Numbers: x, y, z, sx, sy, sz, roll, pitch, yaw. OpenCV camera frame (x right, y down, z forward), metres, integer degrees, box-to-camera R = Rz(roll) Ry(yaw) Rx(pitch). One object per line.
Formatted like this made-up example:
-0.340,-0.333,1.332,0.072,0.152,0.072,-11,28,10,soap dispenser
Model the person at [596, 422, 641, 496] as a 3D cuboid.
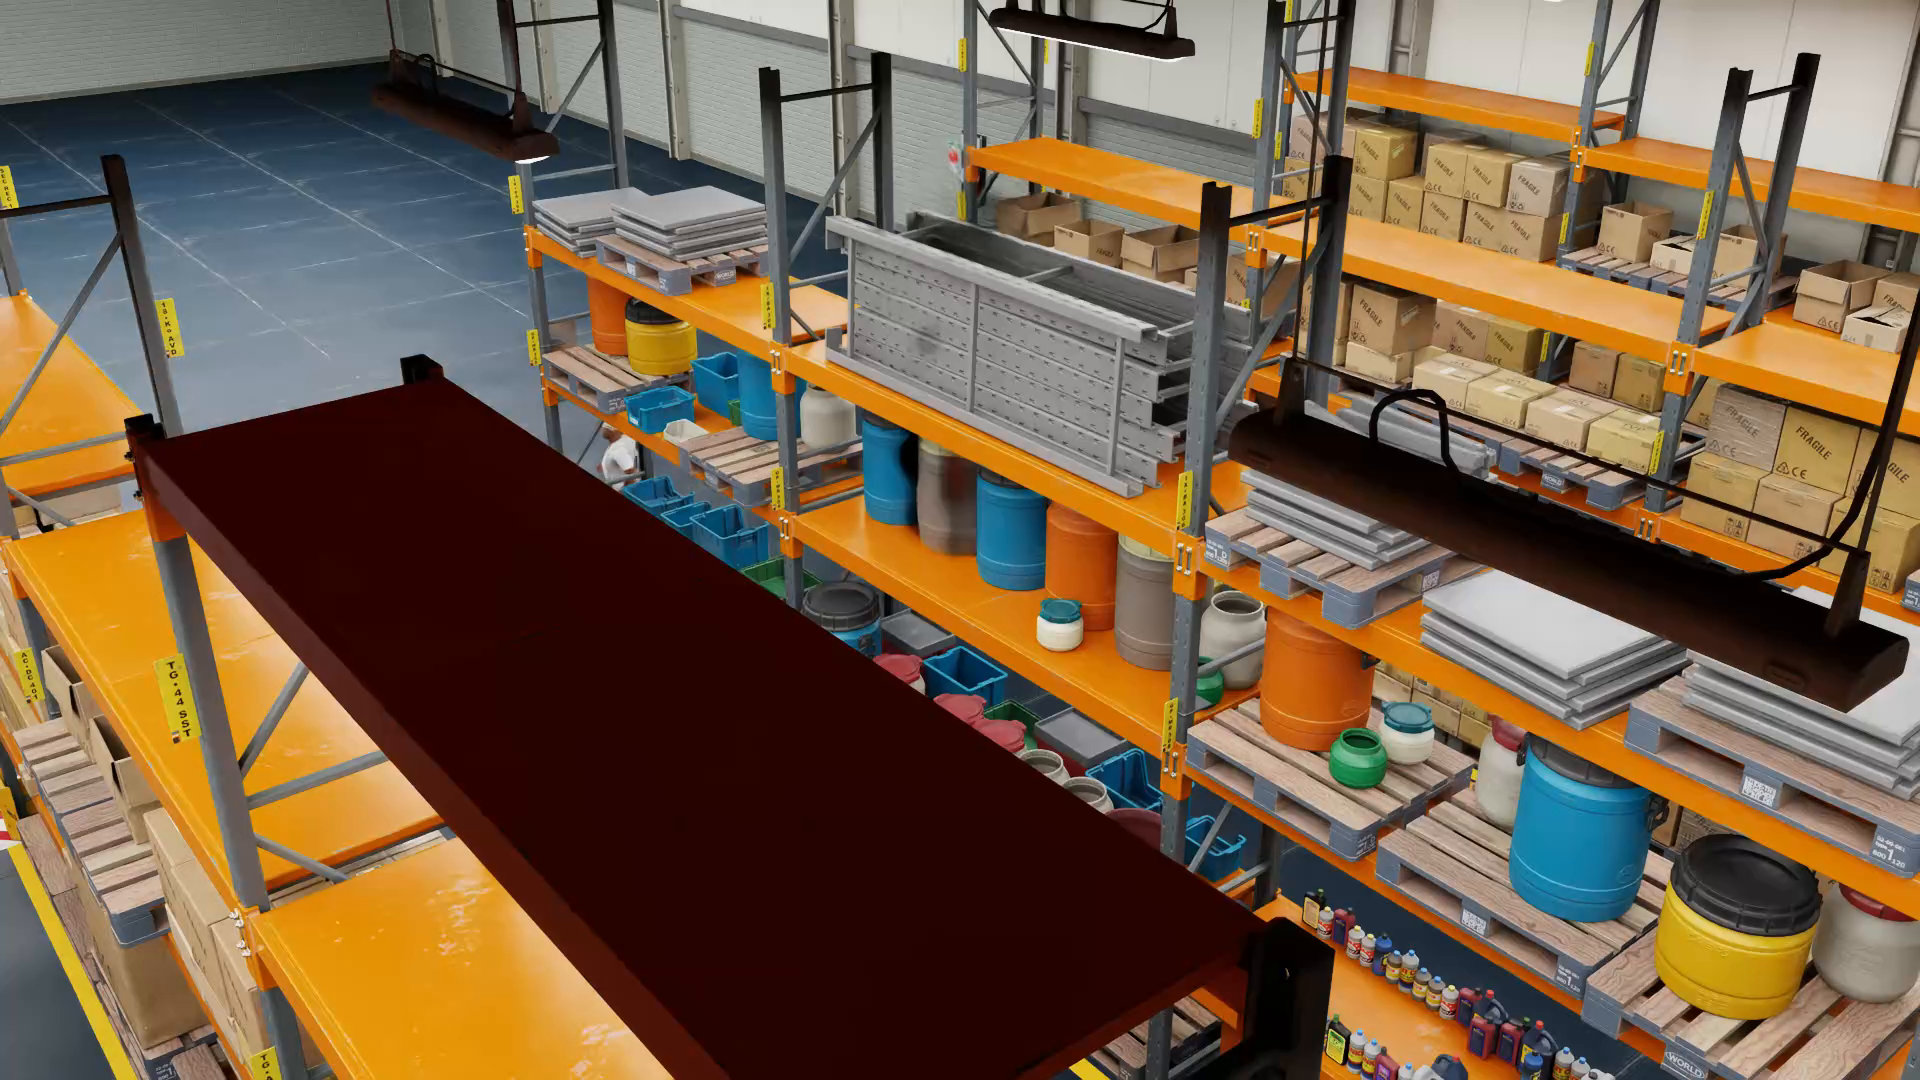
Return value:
-3.404,-0.527,17.265,0.891,1.670,0.679,2,26,4,person
